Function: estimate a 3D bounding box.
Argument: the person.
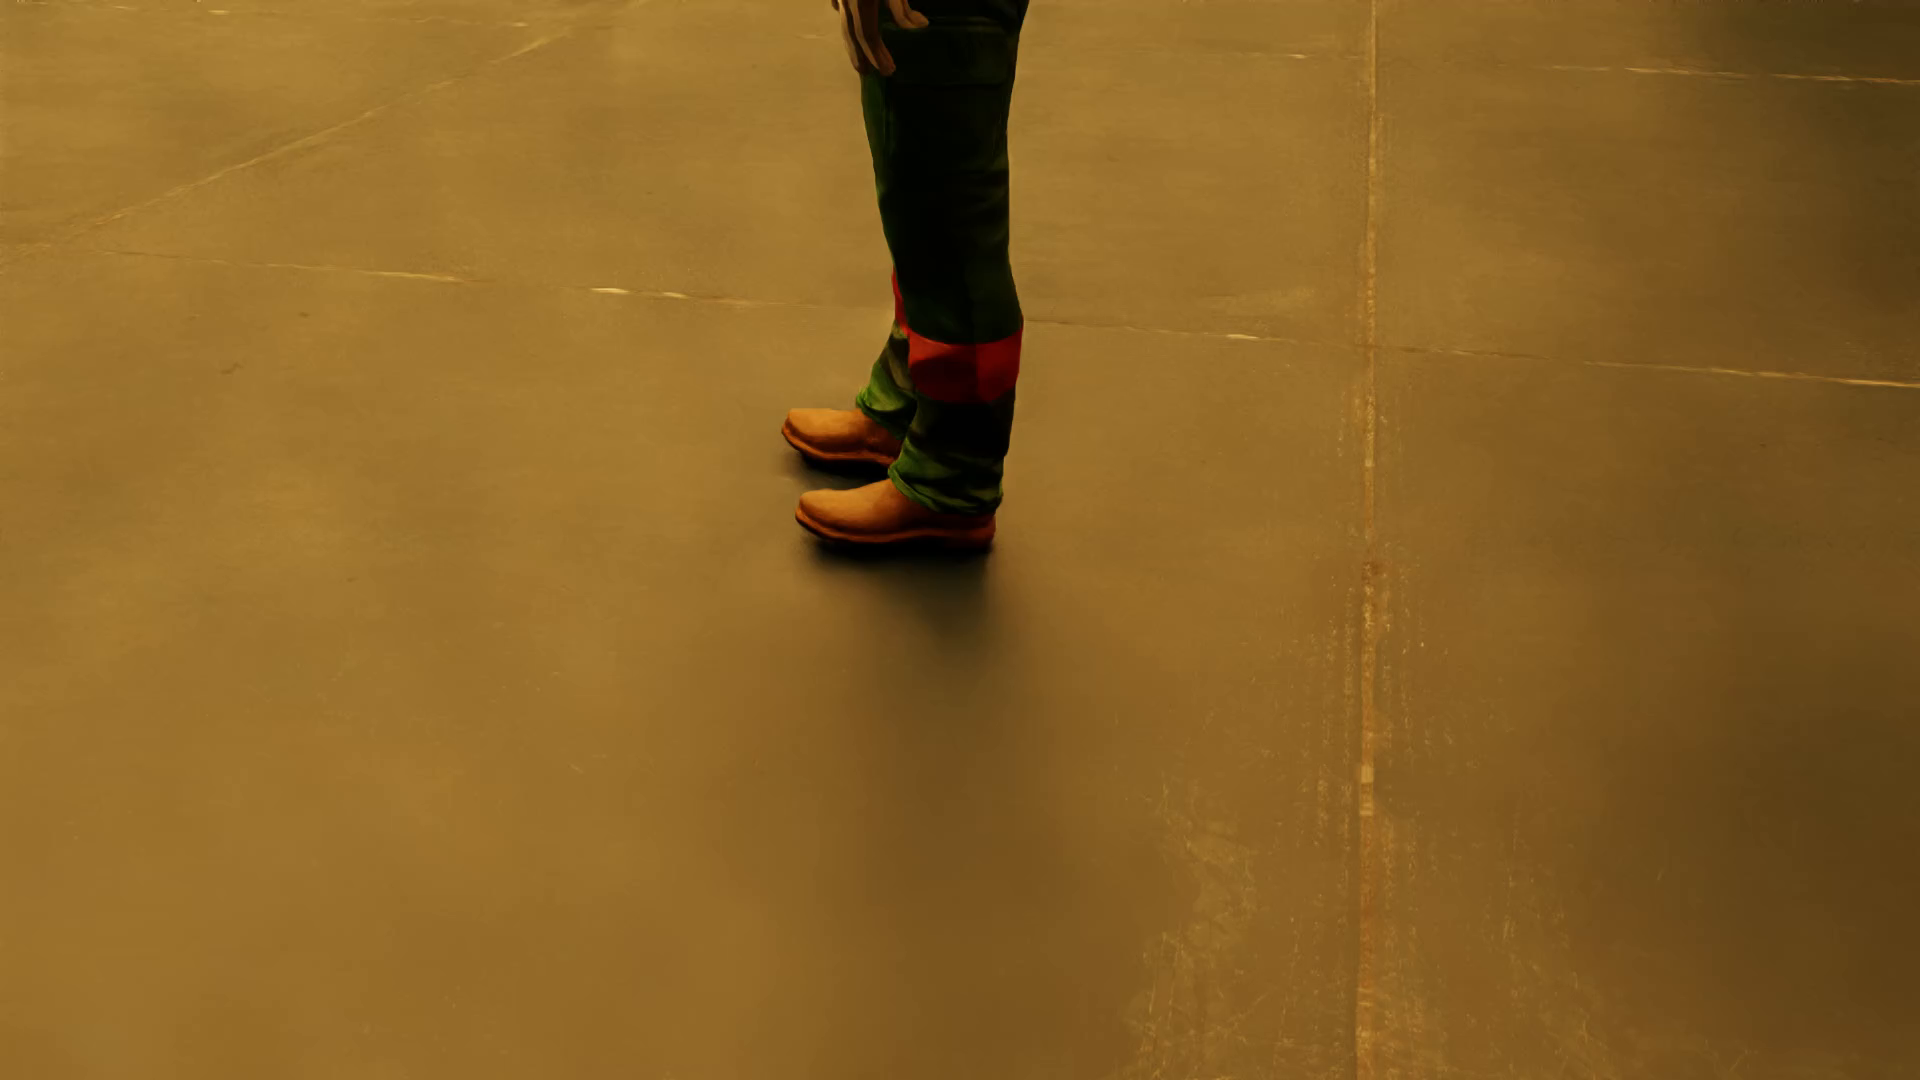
[{"bbox_3d":[-0.076,-0.818,2.119,0.563,1.787,0.637,6,27,11],"label":"person"}]
